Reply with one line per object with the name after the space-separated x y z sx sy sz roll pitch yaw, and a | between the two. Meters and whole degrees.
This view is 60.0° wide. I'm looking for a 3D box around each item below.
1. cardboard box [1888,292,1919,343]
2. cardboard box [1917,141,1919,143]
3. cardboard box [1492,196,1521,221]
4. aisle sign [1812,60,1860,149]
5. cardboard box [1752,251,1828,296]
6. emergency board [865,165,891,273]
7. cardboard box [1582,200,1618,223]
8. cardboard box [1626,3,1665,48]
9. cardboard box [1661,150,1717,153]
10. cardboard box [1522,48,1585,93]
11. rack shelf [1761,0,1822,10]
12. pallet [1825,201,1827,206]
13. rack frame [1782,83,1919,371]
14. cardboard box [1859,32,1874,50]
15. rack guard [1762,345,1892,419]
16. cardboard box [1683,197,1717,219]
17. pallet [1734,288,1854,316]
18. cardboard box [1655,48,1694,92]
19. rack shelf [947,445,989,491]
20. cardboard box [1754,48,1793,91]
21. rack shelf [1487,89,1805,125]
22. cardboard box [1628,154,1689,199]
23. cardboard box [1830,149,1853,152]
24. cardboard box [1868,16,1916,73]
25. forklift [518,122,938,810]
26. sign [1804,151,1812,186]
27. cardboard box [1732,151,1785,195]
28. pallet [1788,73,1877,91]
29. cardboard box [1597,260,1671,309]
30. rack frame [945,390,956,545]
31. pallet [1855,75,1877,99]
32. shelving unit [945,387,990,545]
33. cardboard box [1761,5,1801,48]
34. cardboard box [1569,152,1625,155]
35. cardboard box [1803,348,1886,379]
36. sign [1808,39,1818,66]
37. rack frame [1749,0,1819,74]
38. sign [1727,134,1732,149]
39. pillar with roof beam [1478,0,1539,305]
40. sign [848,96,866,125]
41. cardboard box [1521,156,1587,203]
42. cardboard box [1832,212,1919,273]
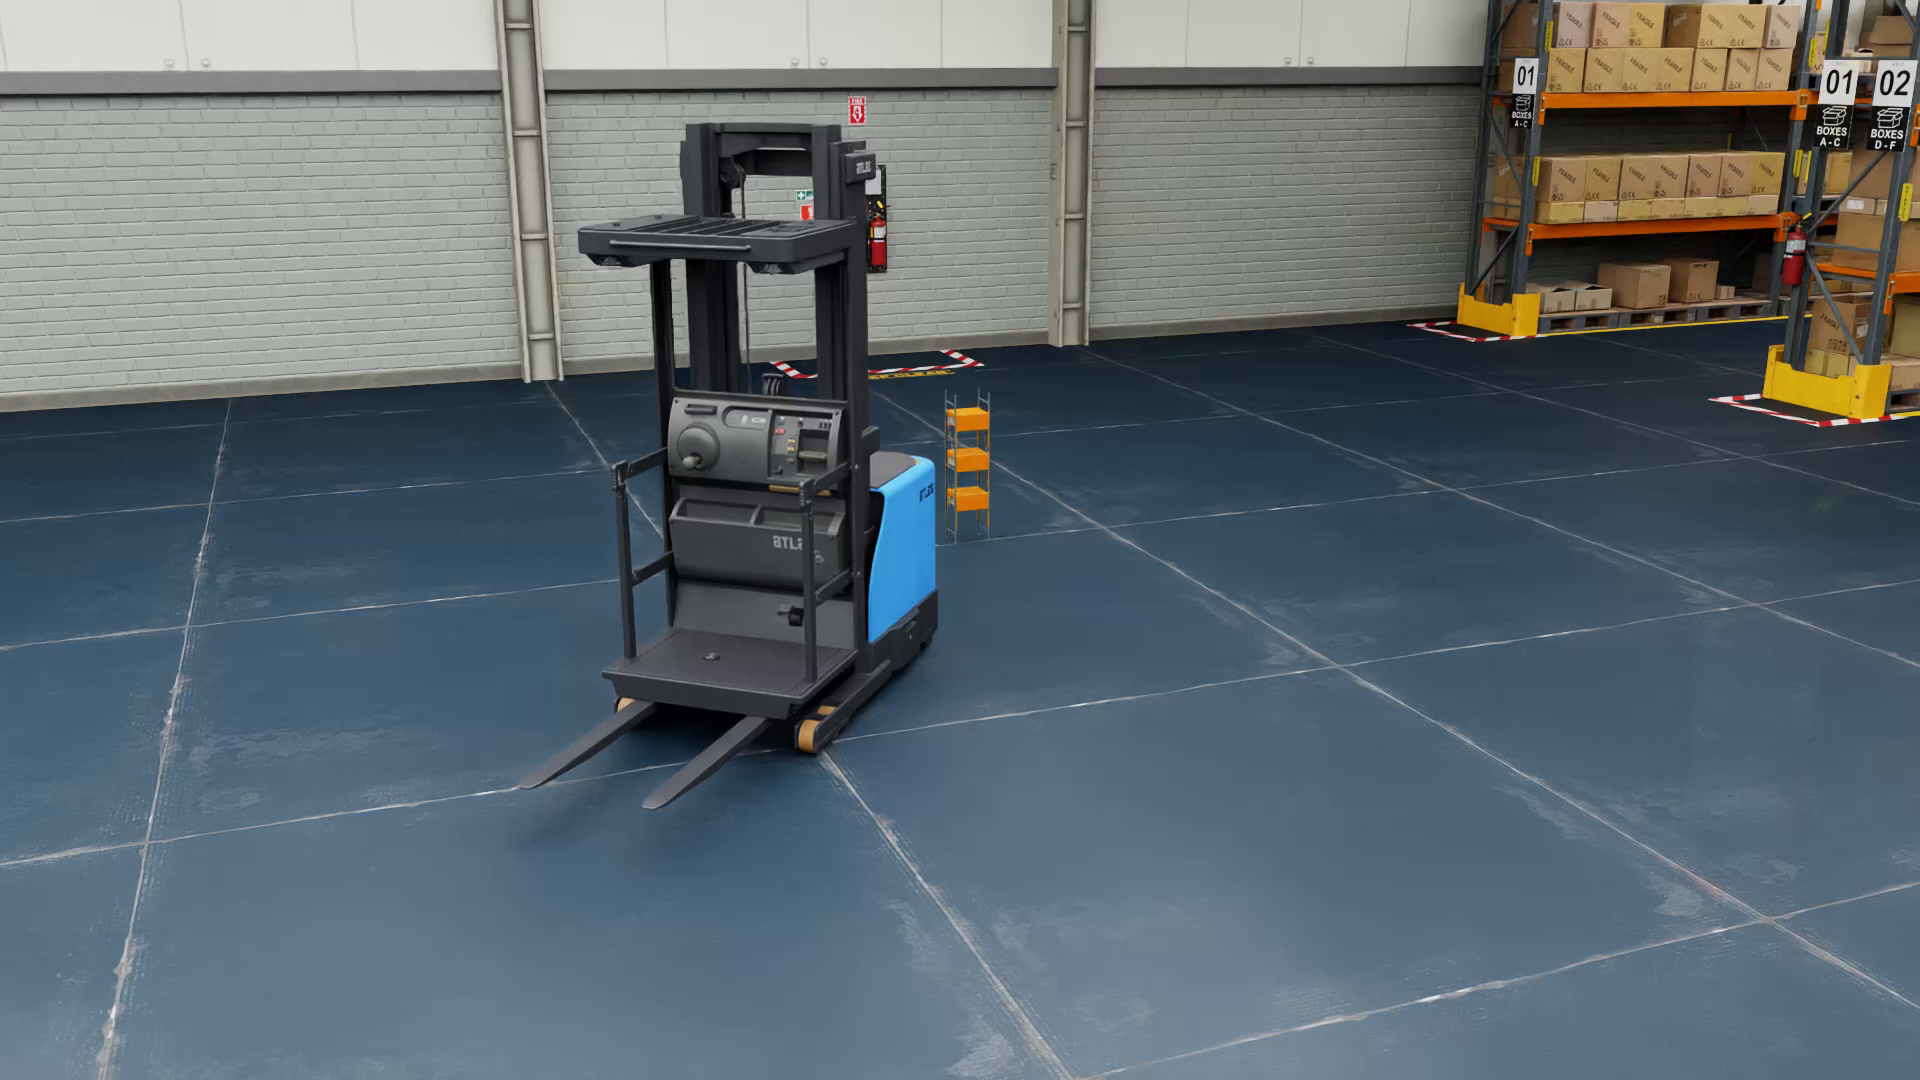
9.617 -2.205 16.587 0.500 0.500 0.500 -6 17 -20 | cardboard box
9.273 -3.500 15.712 0.500 0.500 0.700 -7 18 -22 | cardboard box
6.885 -4.065 20.346 0.500 0.250 0.500 -6 17 -19 | cardboard box
8.127 -4.044 15.431 0.004 0.787 0.394 -6 17 -20 | aisle sign
10.934 -3.522 21.925 0.500 0.500 0.700 -6 17 -18 | cardboard box
-1.062 -3.483 18.135 0.643 1.169 0.194 -6 17 -20 | emergency board
7.567 -3.988 20.086 0.500 0.250 0.500 -7 18 -22 | cardboard box
7.925 -6.072 19.641 0.500 0.500 0.500 -6 17 -19 | cardboard box
9.255 -4.686 21.131 0.500 0.500 0.500 -6 17 -20 | cardboard box
6.919 -5.493 19.445 0.500 0.500 0.500 -6 17 -19 | cardboard box
12.120 -6.975 21.366 4.000 0.370 1.077 -6 17 -20 | rack shelf
12.154 -4.533 22.051 1.213 0.211 1.003 -6 17 -20 | pallet
8.294 -2.726 15.557 0.127 3.000 1.000 -6 17 -20 | rack frame
11.944 -6.279 21.411 0.500 0.500 0.500 -7 18 -22 | cardboard box
8.271 -1.524 15.901 0.348 0.500 1.175 -6 17 -20 | rack guard
8.987 -4.139 20.601 0.500 0.250 0.500 -6 17 -20 | cardboard box
10.979 -3.173 22.029 1.213 0.211 1.003 -6 17 -20 | pallet
8.410 -5.651 19.982 0.500 0.500 0.500 -5 17 -17 | cardboard box
0.050 -0.499 11.472 0.240 0.259 0.215 -6 17 -20 | rack shelf
9.867 -5.813 20.532 0.500 0.500 0.500 -6 17 -19 | cardboard box
8.385 -5.324 20.359 4.000 0.370 1.077 -6 17 -20 | rack shelf
8.499 -4.448 20.321 0.500 0.500 0.500 -6 17 -18 | cardboard box
11.868 -4.863 21.875 0.500 0.500 0.700 -4 17 -12 | cardboard box
8.832 -4.540 15.234 0.637 0.503 0.797 -5 17 -16 | cardboard box
-1.094 -0.498 8.091 1.130 2.935 3.031 6 17 19 | forklift
8.113 -3.539 15.851 0.005 0.325 0.100 -6 17 -20 | sign
9.922 -4.600 20.840 0.500 0.500 0.500 -6 17 -20 | cardboard box
10.868 -5.815 21.087 1.003 0.211 1.213 -6 17 -20 | pallet
8.431 -3.205 20.844 0.500 0.500 0.700 -7 18 -24 | cardboard box
-0.064 -0.497 11.427 0.008 1.050 0.200 -6 17 -20 | rack frame
8.963 -4.187 15.366 1.213 0.211 1.003 -6 17 -20 | pallet
0.050 -0.509 11.469 0.252 1.050 0.215 -6 17 -20 | shelving unit
9.882 -6.287 20.372 0.500 0.500 0.500 -8 18 -25 | cardboard box
7.837 -4.531 20.604 0.500 0.500 0.500 -7 18 -22 | cardboard box
8.689 -1.740 16.334 0.500 0.250 0.500 -6 17 -20 | cardboard box
10.454 -5.977 20.388 0.005 0.325 0.100 -6 17 -20 | sign
10.253 -7.310 20.522 0.127 3.000 1.000 -6 17 -20 | rack frame
10.051 -5.133 21.700 0.005 0.325 0.100 -6 17 -20 | sign
8.402 -6.073 16.307 0.400 9.000 9.100 -6 17 -20 | pillar with roof beam
-1.105 -4.621 17.895 0.199 0.298 0.001 -6 17 -20 | sign
7.071 -4.295 19.801 0.500 0.500 0.500 -6 17 -20 | cardboard box
8.734 -2.817 15.691 0.500 0.500 0.700 -6 17 -20 | cardboard box
